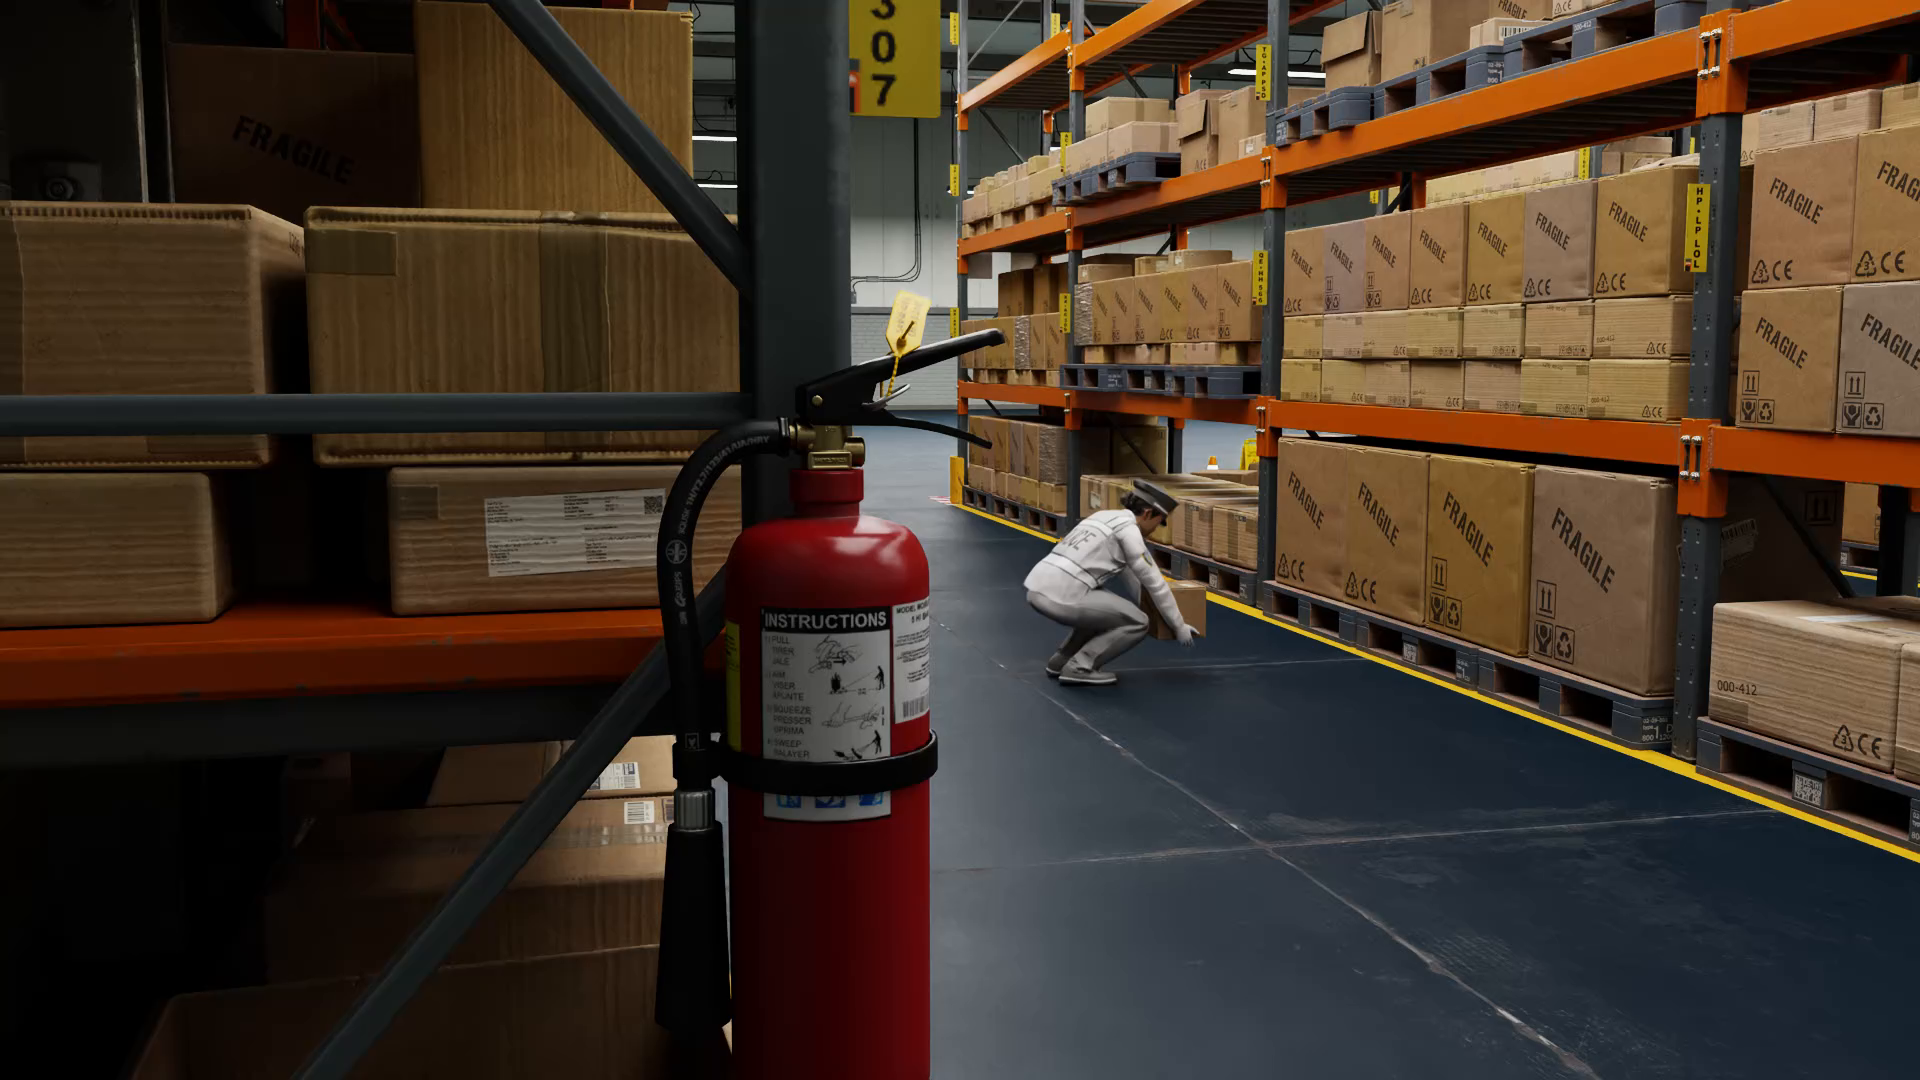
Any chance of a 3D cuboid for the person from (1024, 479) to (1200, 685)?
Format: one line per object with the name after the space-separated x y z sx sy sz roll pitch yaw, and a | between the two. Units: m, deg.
0.727 0.199 8.099 0.840 0.978 0.469 -2 6 -14 | person
